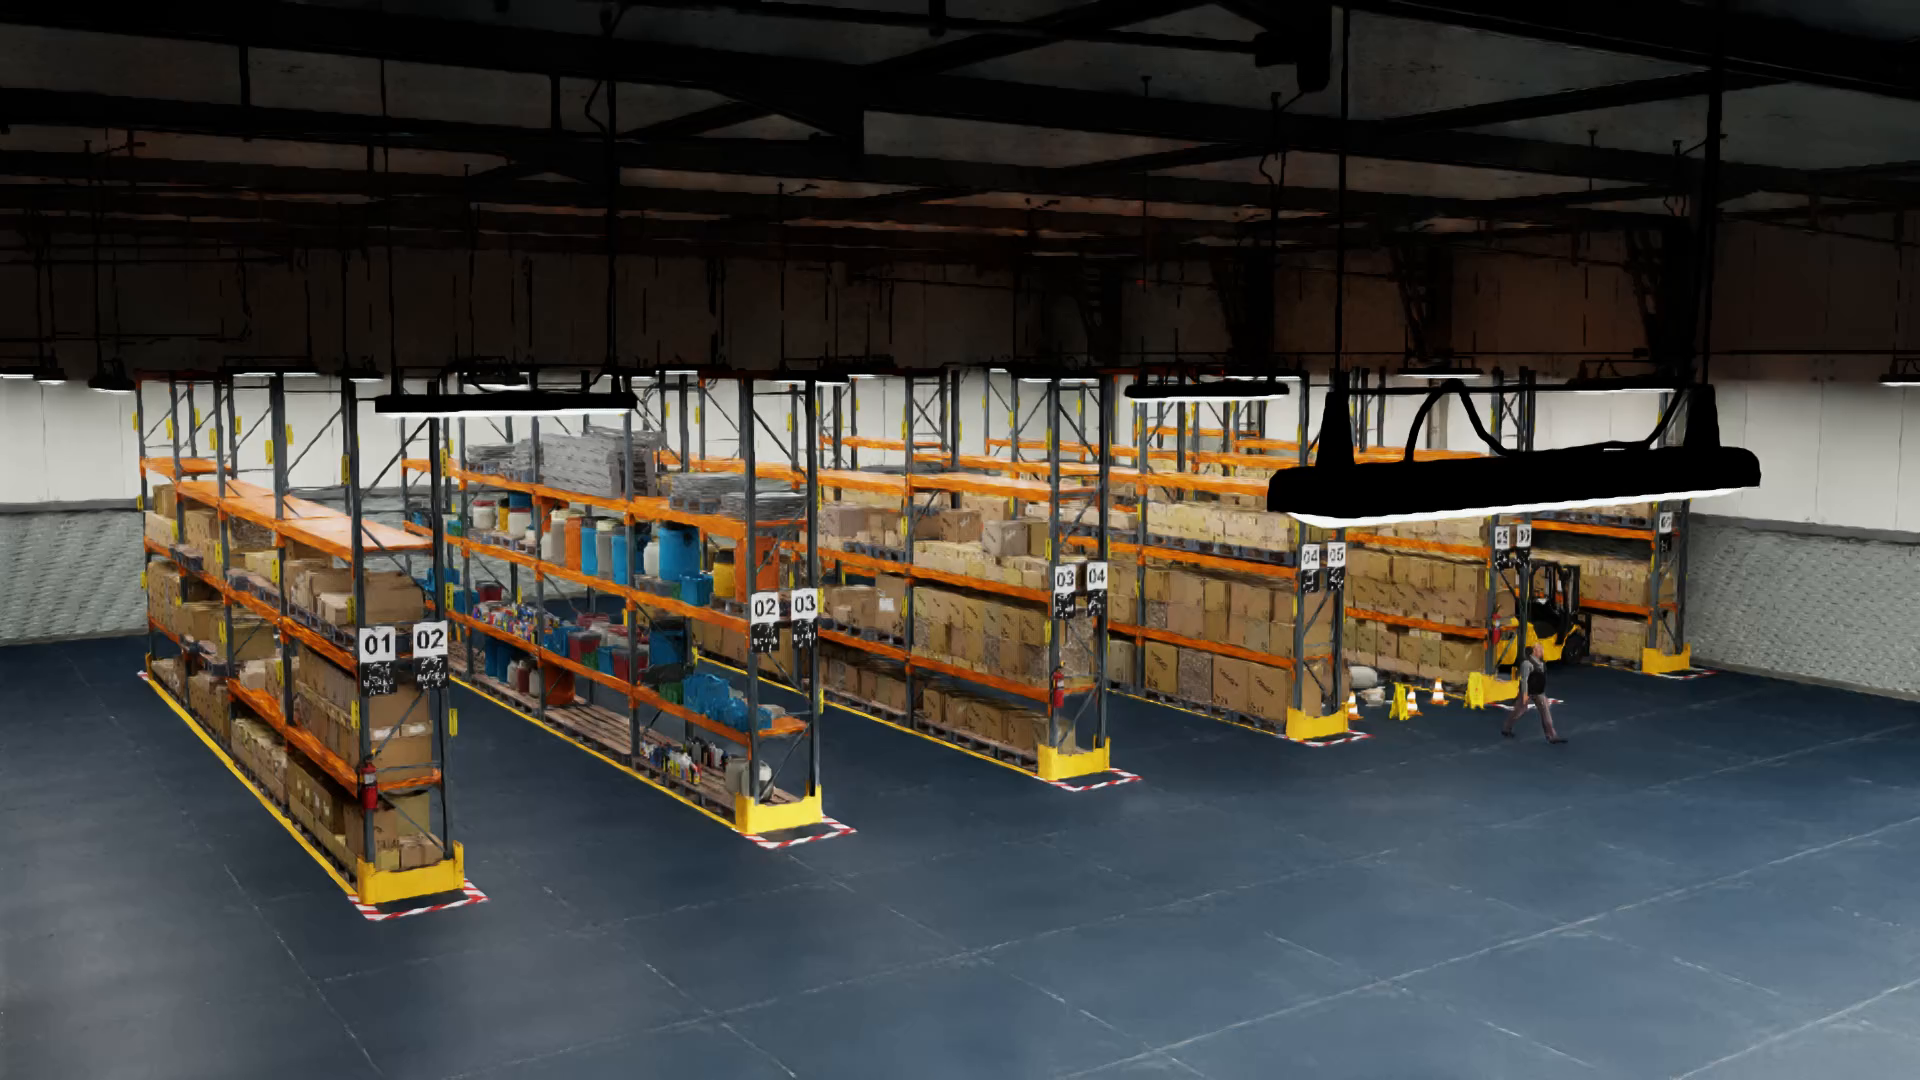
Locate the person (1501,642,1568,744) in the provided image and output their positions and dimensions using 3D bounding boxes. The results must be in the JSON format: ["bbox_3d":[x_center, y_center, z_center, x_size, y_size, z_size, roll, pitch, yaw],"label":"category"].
[{"bbox_3d":[9.301,2.461,26.983,0.542,1.648,1.115,-4,8,-31],"label":"person"}]

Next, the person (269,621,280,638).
[{"bbox_3d":[-15.328,1.335,36.700,0.535,1.718,0.714,2,7,16],"label":"person"}]

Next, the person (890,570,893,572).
[{"bbox_3d":[-1.453,1.476,35.456,0.721,1.716,0.843,-4,7,-29],"label":"person"}]
